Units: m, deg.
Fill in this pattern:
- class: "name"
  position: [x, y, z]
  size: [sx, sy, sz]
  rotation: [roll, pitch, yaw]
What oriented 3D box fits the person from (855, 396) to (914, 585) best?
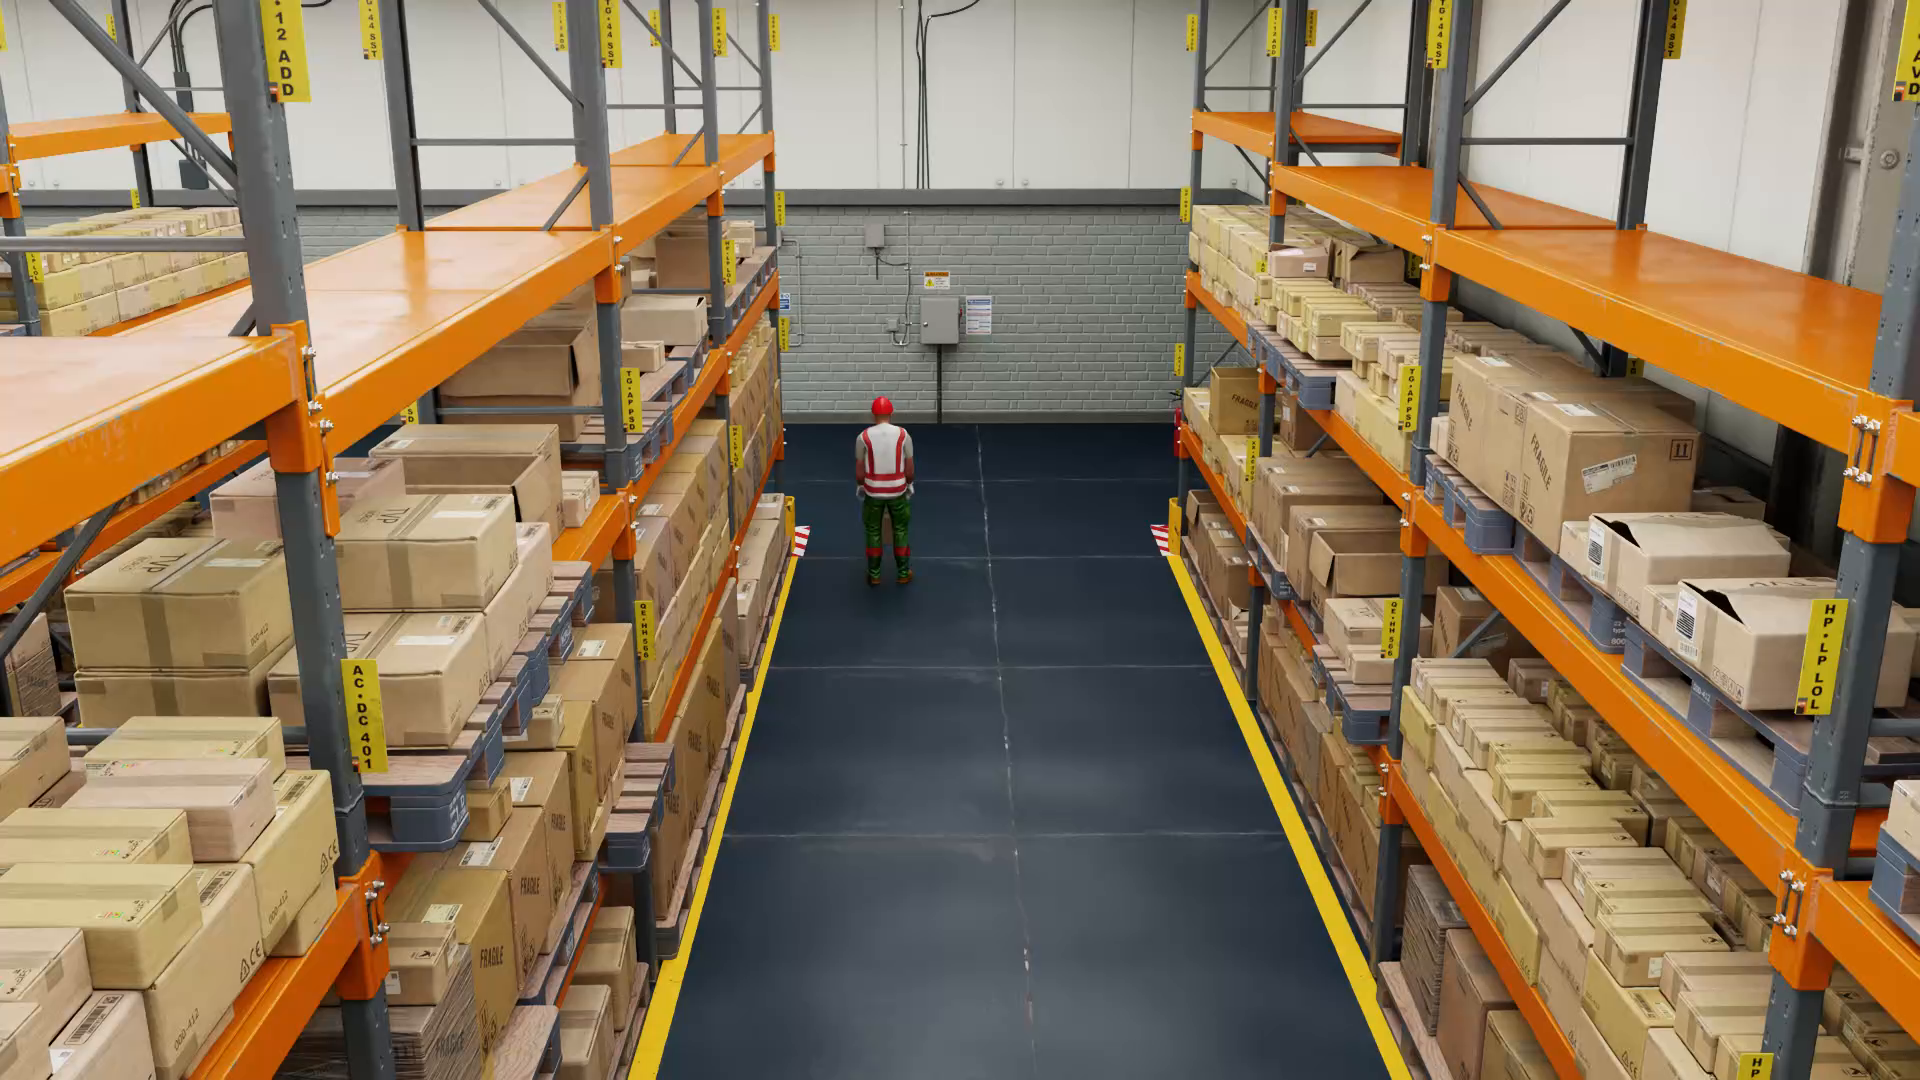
- class: "person"
  position: [-0.704, -0.461, 15.614]
  size: [0.555, 1.784, 0.422]
  rotation: [-1, 17, -4]
